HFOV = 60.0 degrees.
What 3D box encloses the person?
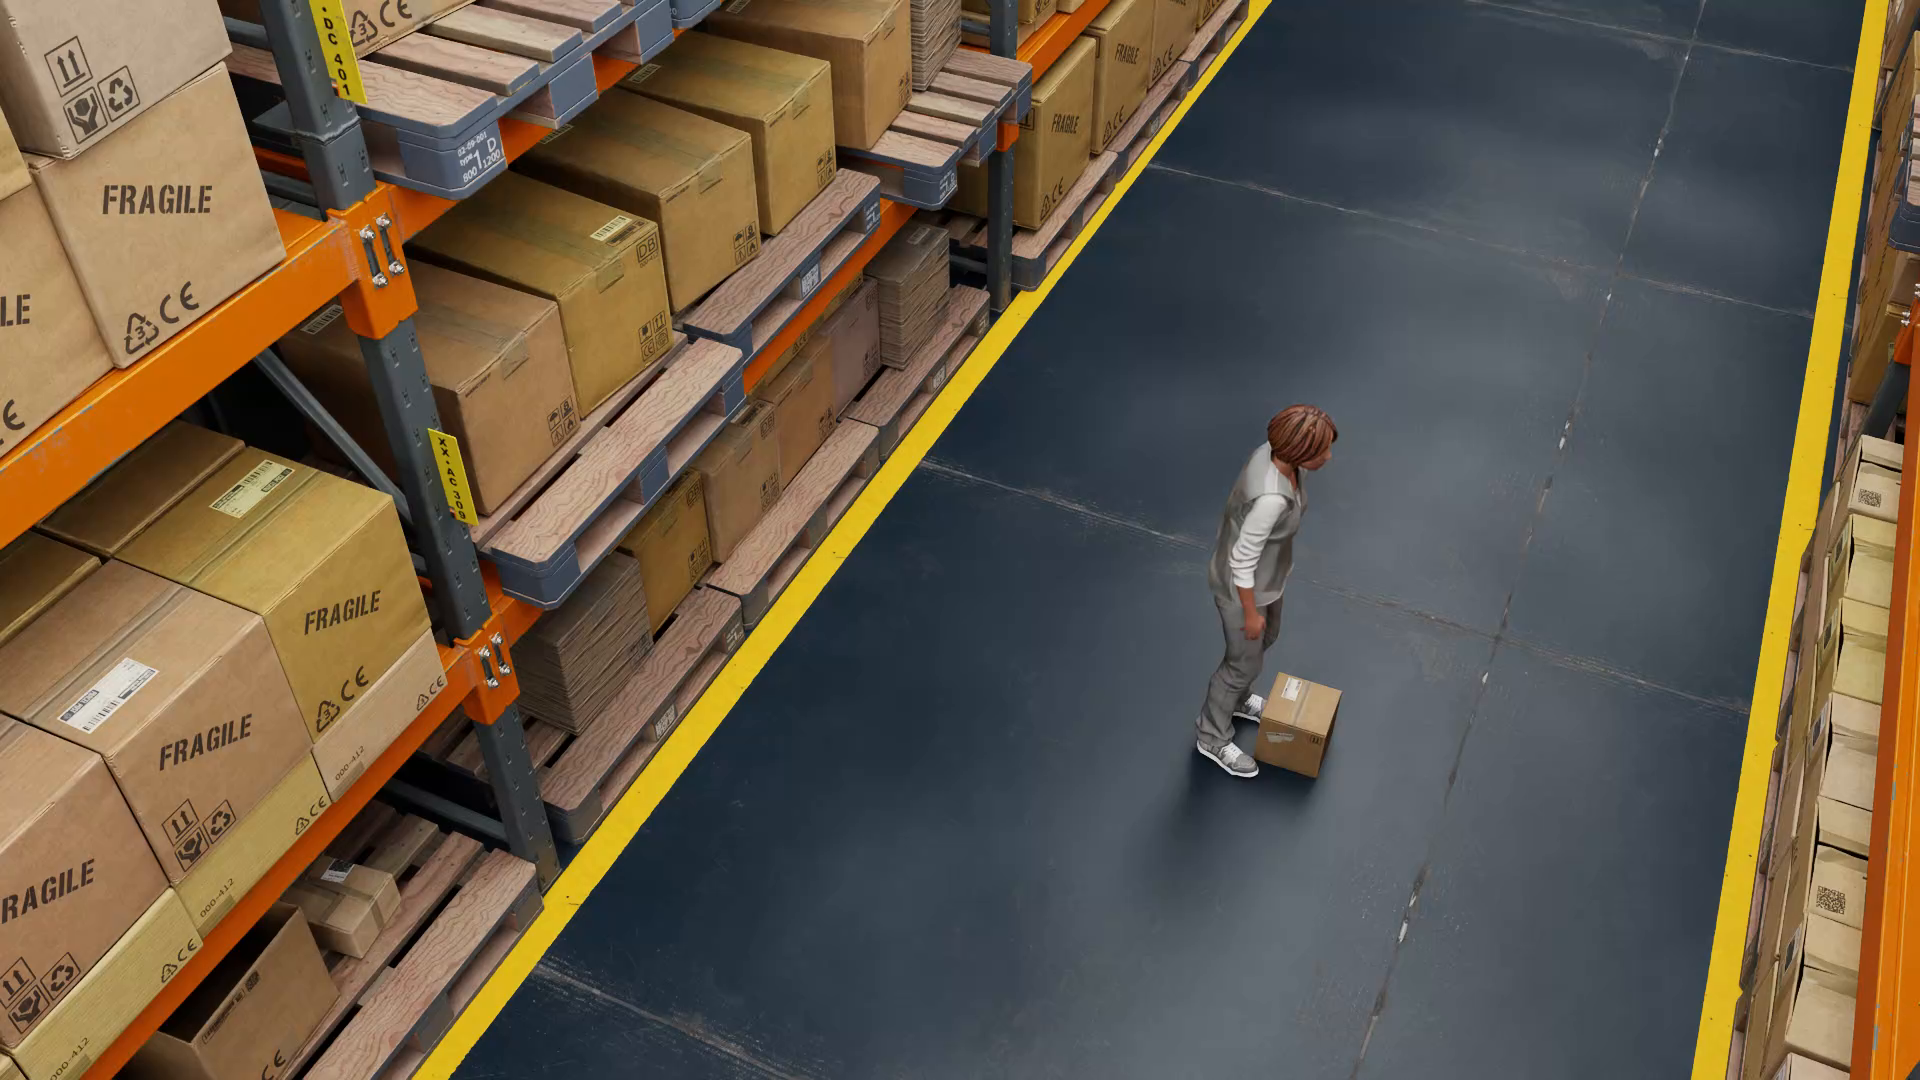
[{"bbox_3d":[1.075,0.152,6.003,0.347,1.592,0.477,16,45,17],"label":"person"}]
